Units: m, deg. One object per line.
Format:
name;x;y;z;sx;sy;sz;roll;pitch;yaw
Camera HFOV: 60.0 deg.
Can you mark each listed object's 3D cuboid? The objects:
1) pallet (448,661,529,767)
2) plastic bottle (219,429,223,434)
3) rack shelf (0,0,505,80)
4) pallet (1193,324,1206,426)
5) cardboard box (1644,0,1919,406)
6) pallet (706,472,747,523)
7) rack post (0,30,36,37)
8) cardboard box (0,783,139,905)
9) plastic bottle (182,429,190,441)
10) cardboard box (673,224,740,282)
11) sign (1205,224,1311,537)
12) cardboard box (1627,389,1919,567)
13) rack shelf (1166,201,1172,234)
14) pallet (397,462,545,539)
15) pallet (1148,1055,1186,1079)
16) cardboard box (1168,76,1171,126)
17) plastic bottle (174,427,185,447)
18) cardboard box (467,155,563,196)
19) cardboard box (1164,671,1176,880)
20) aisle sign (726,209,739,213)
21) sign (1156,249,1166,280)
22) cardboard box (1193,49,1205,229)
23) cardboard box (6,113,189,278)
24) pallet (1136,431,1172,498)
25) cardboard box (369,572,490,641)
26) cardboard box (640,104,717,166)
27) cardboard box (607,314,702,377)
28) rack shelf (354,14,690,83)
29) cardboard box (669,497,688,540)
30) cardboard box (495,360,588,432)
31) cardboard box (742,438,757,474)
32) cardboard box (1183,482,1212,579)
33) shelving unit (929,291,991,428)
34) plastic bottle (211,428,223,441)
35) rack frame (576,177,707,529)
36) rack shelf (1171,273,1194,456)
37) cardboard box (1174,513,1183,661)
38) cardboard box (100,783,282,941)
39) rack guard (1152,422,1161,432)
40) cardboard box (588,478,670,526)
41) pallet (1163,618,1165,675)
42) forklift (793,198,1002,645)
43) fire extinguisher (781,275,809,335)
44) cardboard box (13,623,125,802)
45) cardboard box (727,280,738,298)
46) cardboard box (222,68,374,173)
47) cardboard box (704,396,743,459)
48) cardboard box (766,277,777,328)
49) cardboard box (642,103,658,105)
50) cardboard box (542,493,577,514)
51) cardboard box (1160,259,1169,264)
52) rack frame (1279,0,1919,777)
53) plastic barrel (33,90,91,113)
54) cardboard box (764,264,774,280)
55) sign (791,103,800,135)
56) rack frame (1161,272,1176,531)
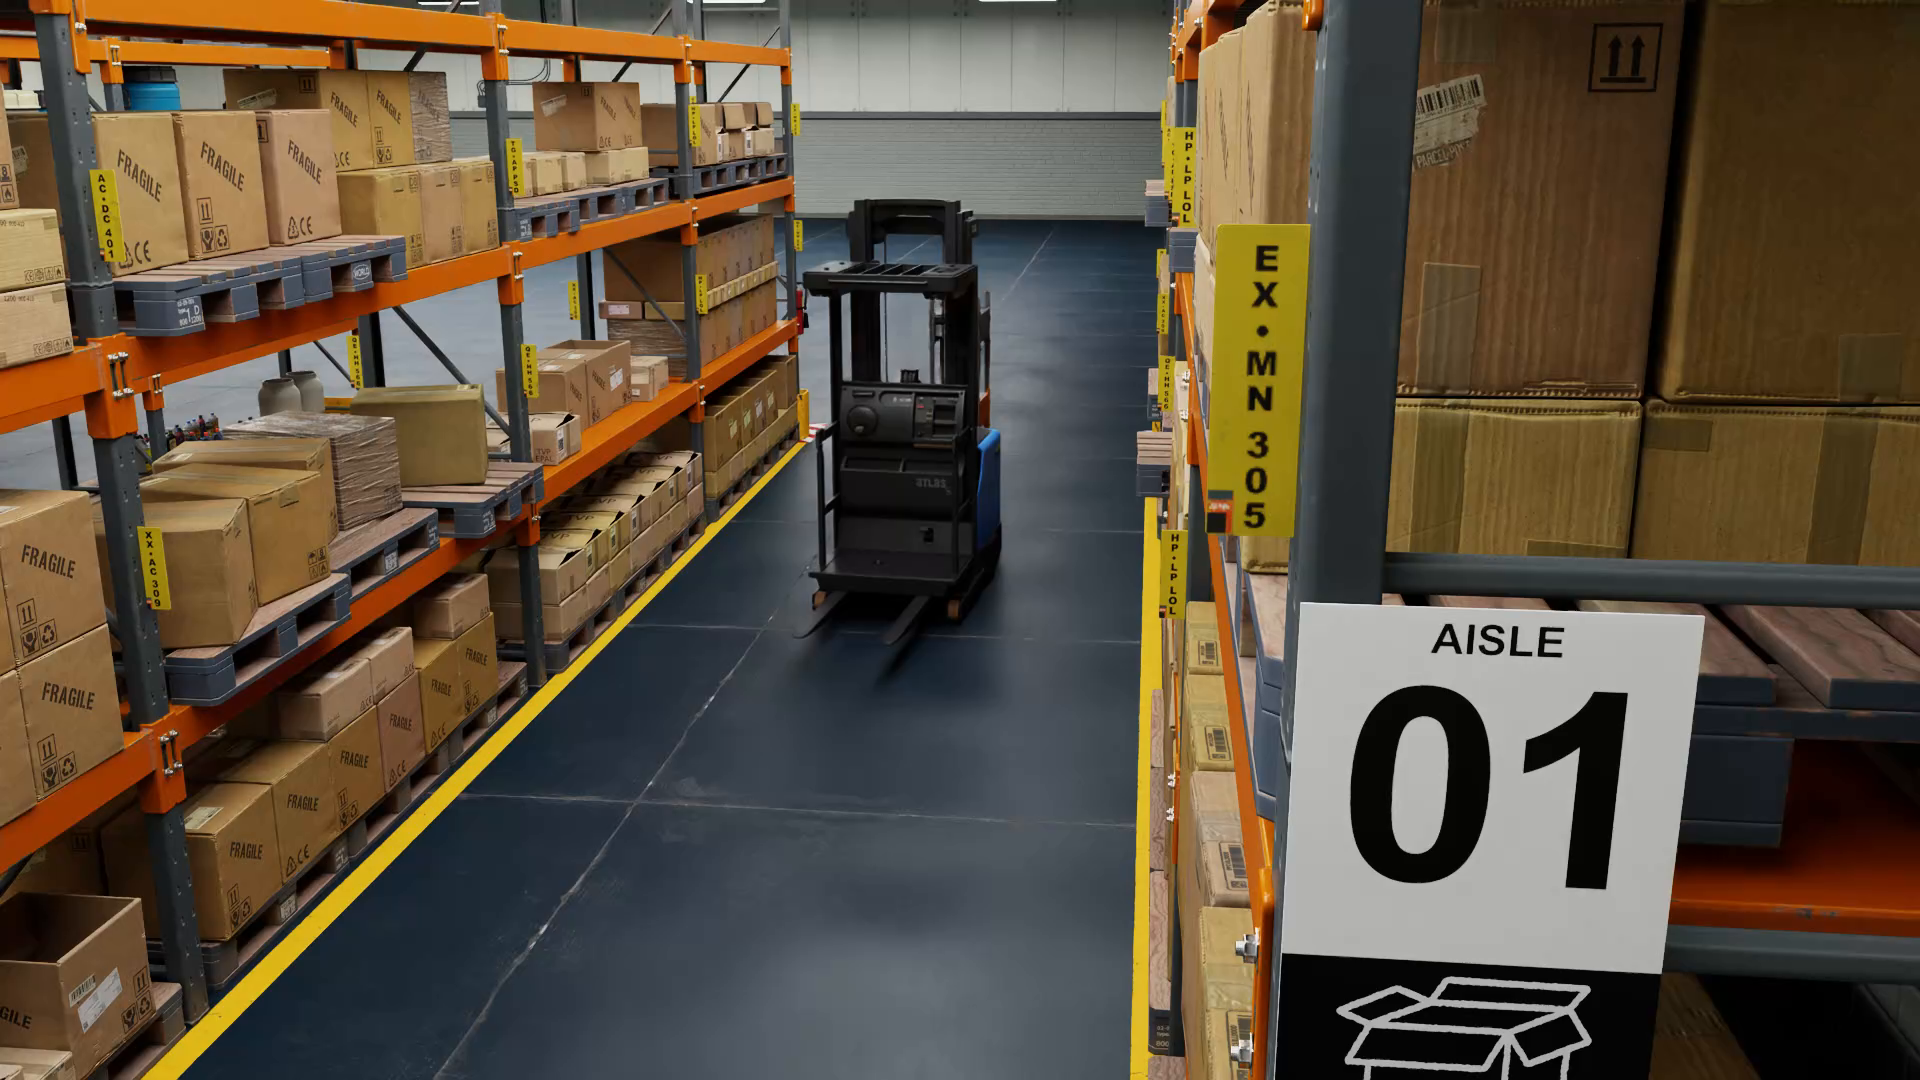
pallet;-3.293;1.014;10.008;1.003;0.211;1.213;2;15;6
plastic bottle;-7.219;-0.961;16.344;0.152;0.276;0.135;2;15;6
rack shelf;-3.397;-2.362;7.801;1.077;0.370;4.000;2;15;6
pallet;1.197;-0.536;4.820;1.003;0.211;1.213;2;15;6
cardboard box;1.171;-0.476;2.283;0.500;0.500;0.500;1;15;4
pallet;-2.589;-0.421;15.315;1.003;0.211;1.213;2;15;6
rack post;-7.778;-4.188;12.029;1.013;1.000;3.121;2;15;6
cardboard box;-3.852;1.370;7.293;0.500;0.500;0.500;2;15;6
plastic bottle;-7.765;-1.007;16.656;0.097;0.201;0.097;0;15;0
cardboard box;-2.507;-2.743;15.881;0.700;0.500;0.500;2;15;6
sign;0.311;-0.162;1.723;0.100;0.325;0.005;2;15;6
cardboard box;1.174;-0.114;2.381;0.500;0.250;0.500;2;15;9
rack shelf;2.428;-3.037;15.278;1.077;0.370;4.000;2;15;6
pallet;-3.178;-0.254;9.724;1.213;0.211;1.003;2;15;6
pallet;1.136;2.199;5.627;1.003;0.211;1.213;2;15;6
cardboard box;2.041;-3.687;14.159;0.500;0.500;0.500;3;15;9
plastic bottle;-7.669;-0.958;16.321;0.061;0.283;0.133;2;15;6
cardboard box;-3.059;-2.507;11.423;0.500;0.250;0.500;1;15;5
cardboard box;1.341;1.090;7.700;0.750;0.750;0.750;2;15;8
aisle sign;-2.566;-3.881;17.787;0.394;0.787;0.004;2;15;6
sign;2.115;-2.889;17.440;0.100;0.325;0.005;2;15;6
cardboard box;0.941;-1.154;4.793;0.500;0.500;0.500;2;15;6
cardboard box;-3.493;-1.363;6.522;0.600;0.600;0.600;0;15;1
pallet;1.726;-0.475;10.541;1.213;0.211;1.003;2;15;6
cardboard box;-3.046;0.372;9.550;0.500;0.250;0.500;2;15;8
cardboard box;-2.401;-3.452;14.170;0.500;0.500;0.500;3;15;11
cardboard box;-2.676;-1.726;14.606;0.700;0.500;0.500;1;15;5
rack shelf;-2.946;-3.399;11.638;1.077;0.370;4.000;2;15;6
cardboard box;-2.538;-0.190;13.583;0.500;0.250;0.500;1;15;5
cardboard box;-2.998;-1.009;11.955;0.500;0.500;0.500;1;15;3
cardboard box;-2.244;-0.808;15.867;0.500;0.250;0.500;2;15;6
cardboard box;1.098;-0.035;6.307;0.500;0.250;0.500;2;15;8
shelving unit;0.003;-0.980;13.762;0.431;2.100;0.503;3;15;10
plastic bottle;-7.117;-0.889;15.935;0.144;0.351;0.185;1;15;4
rack frame;-2.720;-1.562;14.193;1.000;3.000;0.127;2;15;6
rack shelf;1.525;-0.962;7.604;1.077;0.370;4.000;2;15;6
cardboard box;1.149;0.196;6.890;0.500;0.500;0.500;2;15;7
cardboard box;-3.326;1.389;7.226;0.500;0.500;0.500;1;15;4
rack guard;2.645;-1.228;17.747;1.175;0.500;0.348;2;15;6
cardboard box;-2.592;-0.330;13.026;0.500;0.311;0.500;2;15;6
pallet;1.841;0.764;10.934;1.003;0.211;1.213;2;15;6
forklift;-0.463;-0.930;11.986;1.130;2.935;3.031;3;15;11
fire extinguisher;-1.794;-2.579;18.103;0.296;0.674;0.183;2;15;6
cardboard box;-3.424;0.602;5.999;0.500;0.500;0.500;2;15;7
cardboard box;-2.326;-2.390;15.818;0.380;0.149;0.250;2;15;6
cardboard box;-3.342;-2.126;8.425;0.500;0.500;0.500;2;15;6
cardboard box;-2.308;-1.041;15.290;0.500;0.500;0.500;2;15;6
cardboard box;-2.334;-2.527;17.570;0.700;0.500;0.500;2;15;6
cardboard box;-2.728;-3.944;15.989;0.500;0.500;0.500;2;15;6
cardboard box;-3.186;-0.210;12.580;0.500;0.311;0.500;2;15;8
cardboard box;2.236;-2.511;16.515;0.500;0.500;0.500;2;15;6
rack frame;0.848;-1.201;1.364;1.000;3.000;0.127;2;15;6
plastic barrel;-7.483;-3.261;13.768;0.600;0.901;0.708;2;15;6
cardboard box;-2.151;-2.788;17.294;0.380;0.149;0.250;2;15;8
sign;-1.731;-4.417;17.461;0.100;0.325;0.005;2;15;6
rack frame;2.202;-1.417;13.657;1.000;3.000;0.127;2;15;6
